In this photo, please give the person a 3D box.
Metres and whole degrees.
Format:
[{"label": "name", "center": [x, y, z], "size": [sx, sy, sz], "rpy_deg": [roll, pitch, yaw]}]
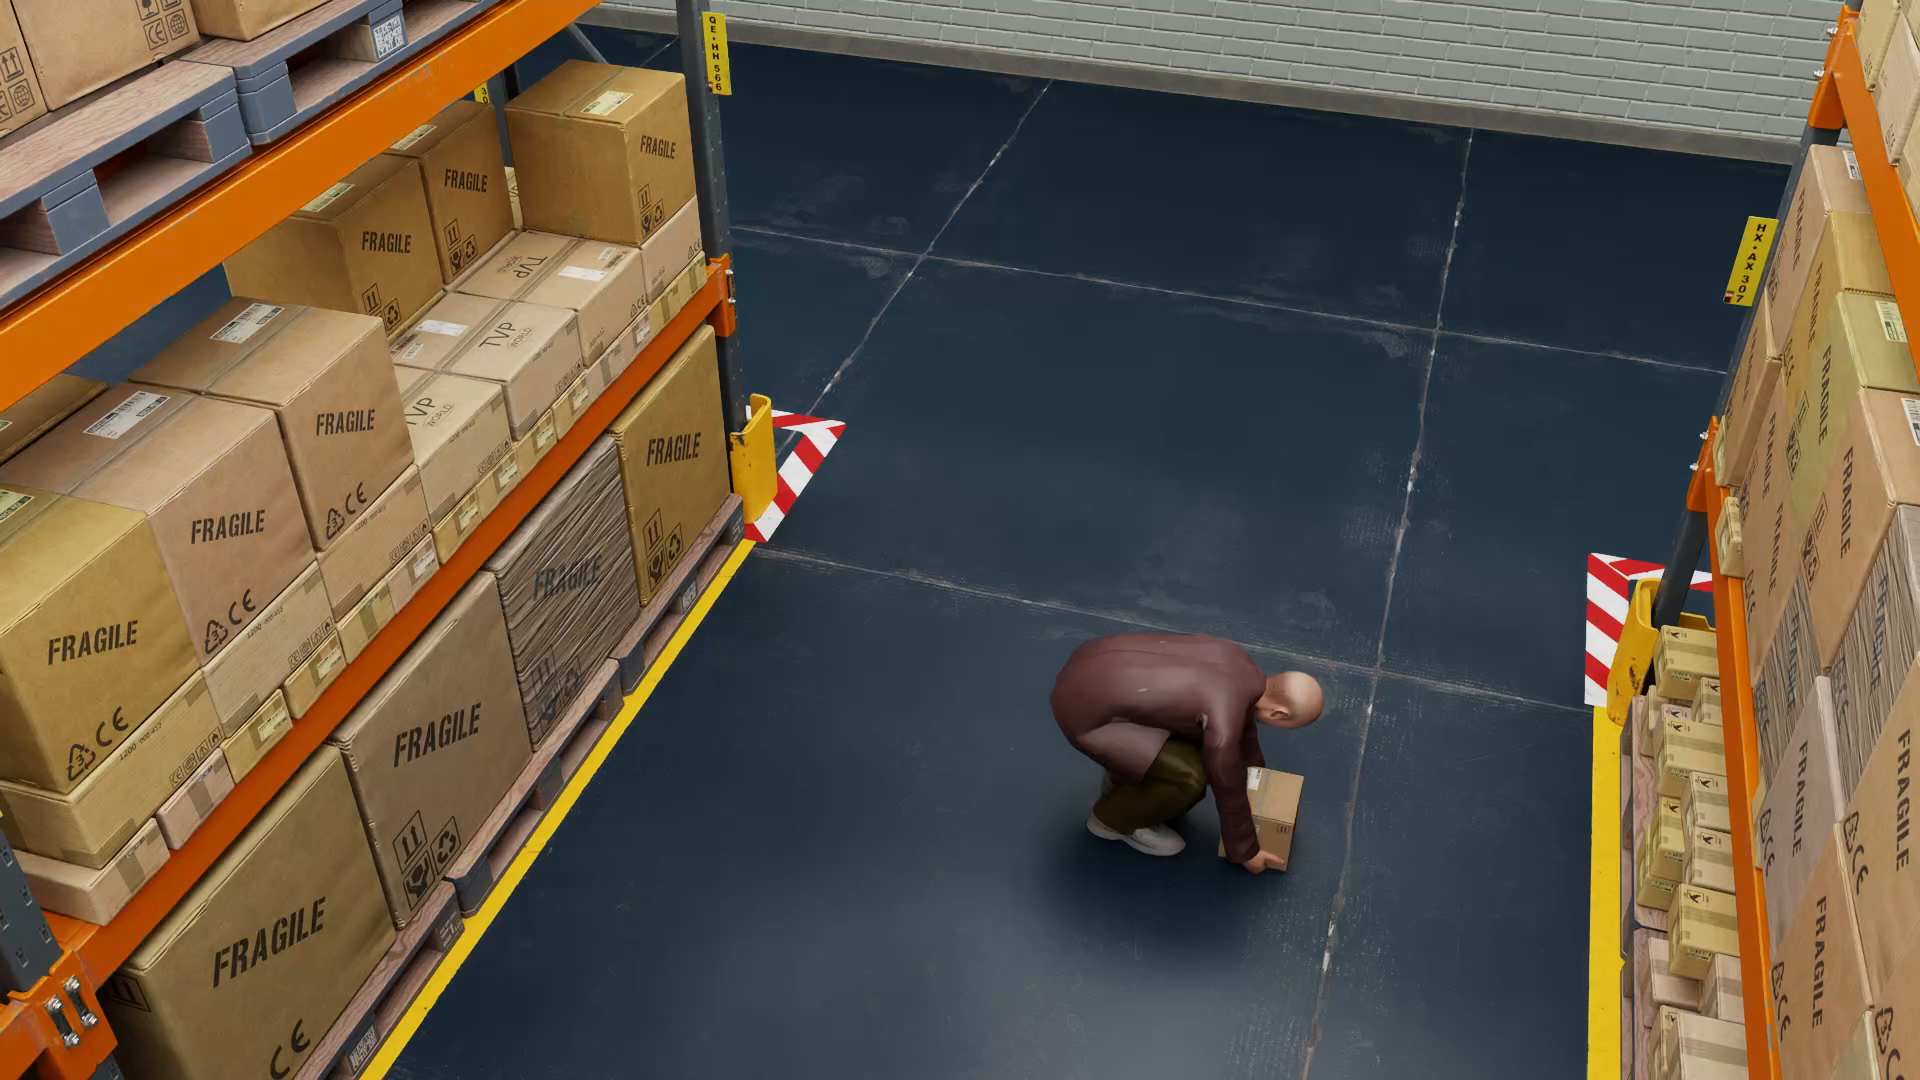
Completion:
[{"label": "person", "center": [0.790, 0.740, 5.986], "size": [0.947, 0.838, 0.572], "rpy_deg": [10, 38, 13]}]
